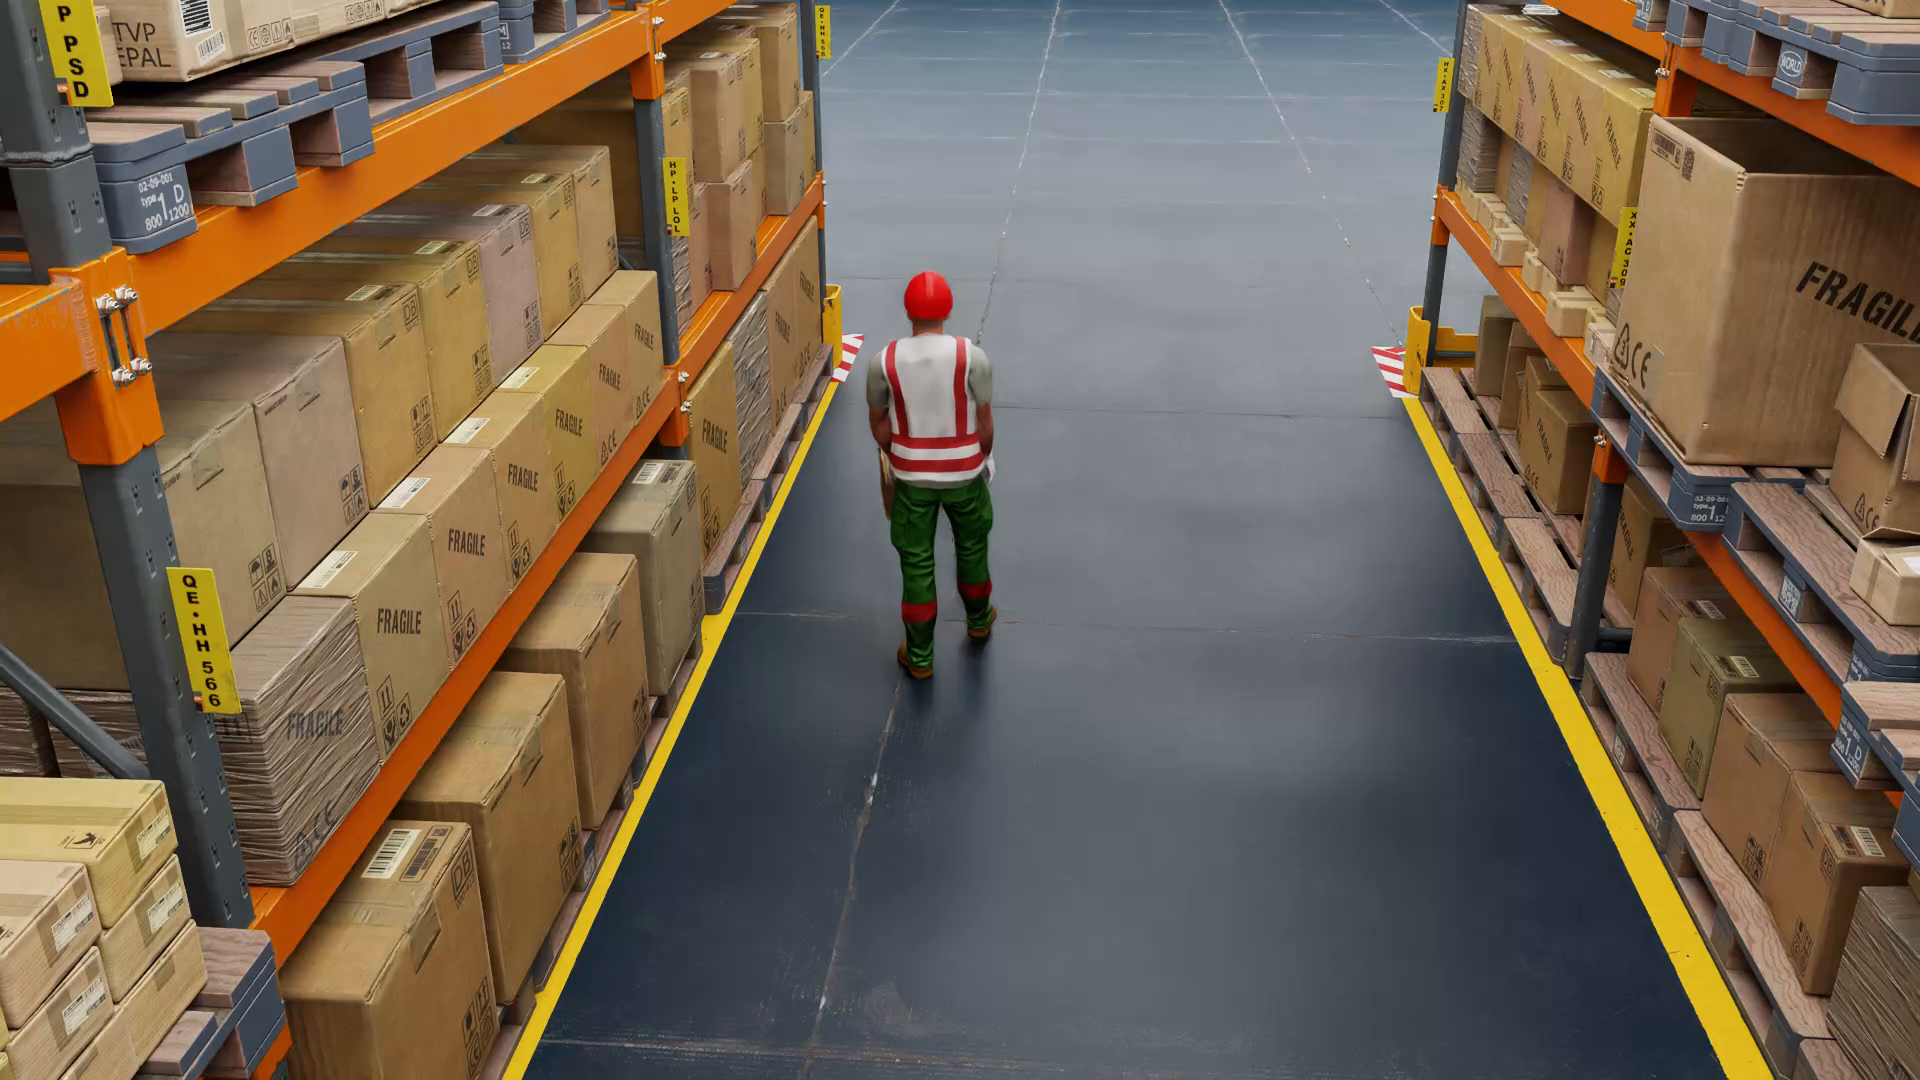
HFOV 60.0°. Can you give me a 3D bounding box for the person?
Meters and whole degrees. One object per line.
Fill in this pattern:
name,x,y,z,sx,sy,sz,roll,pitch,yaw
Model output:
person,-0.111,-0.328,7.281,0.567,1.784,0.675,0,24,1
